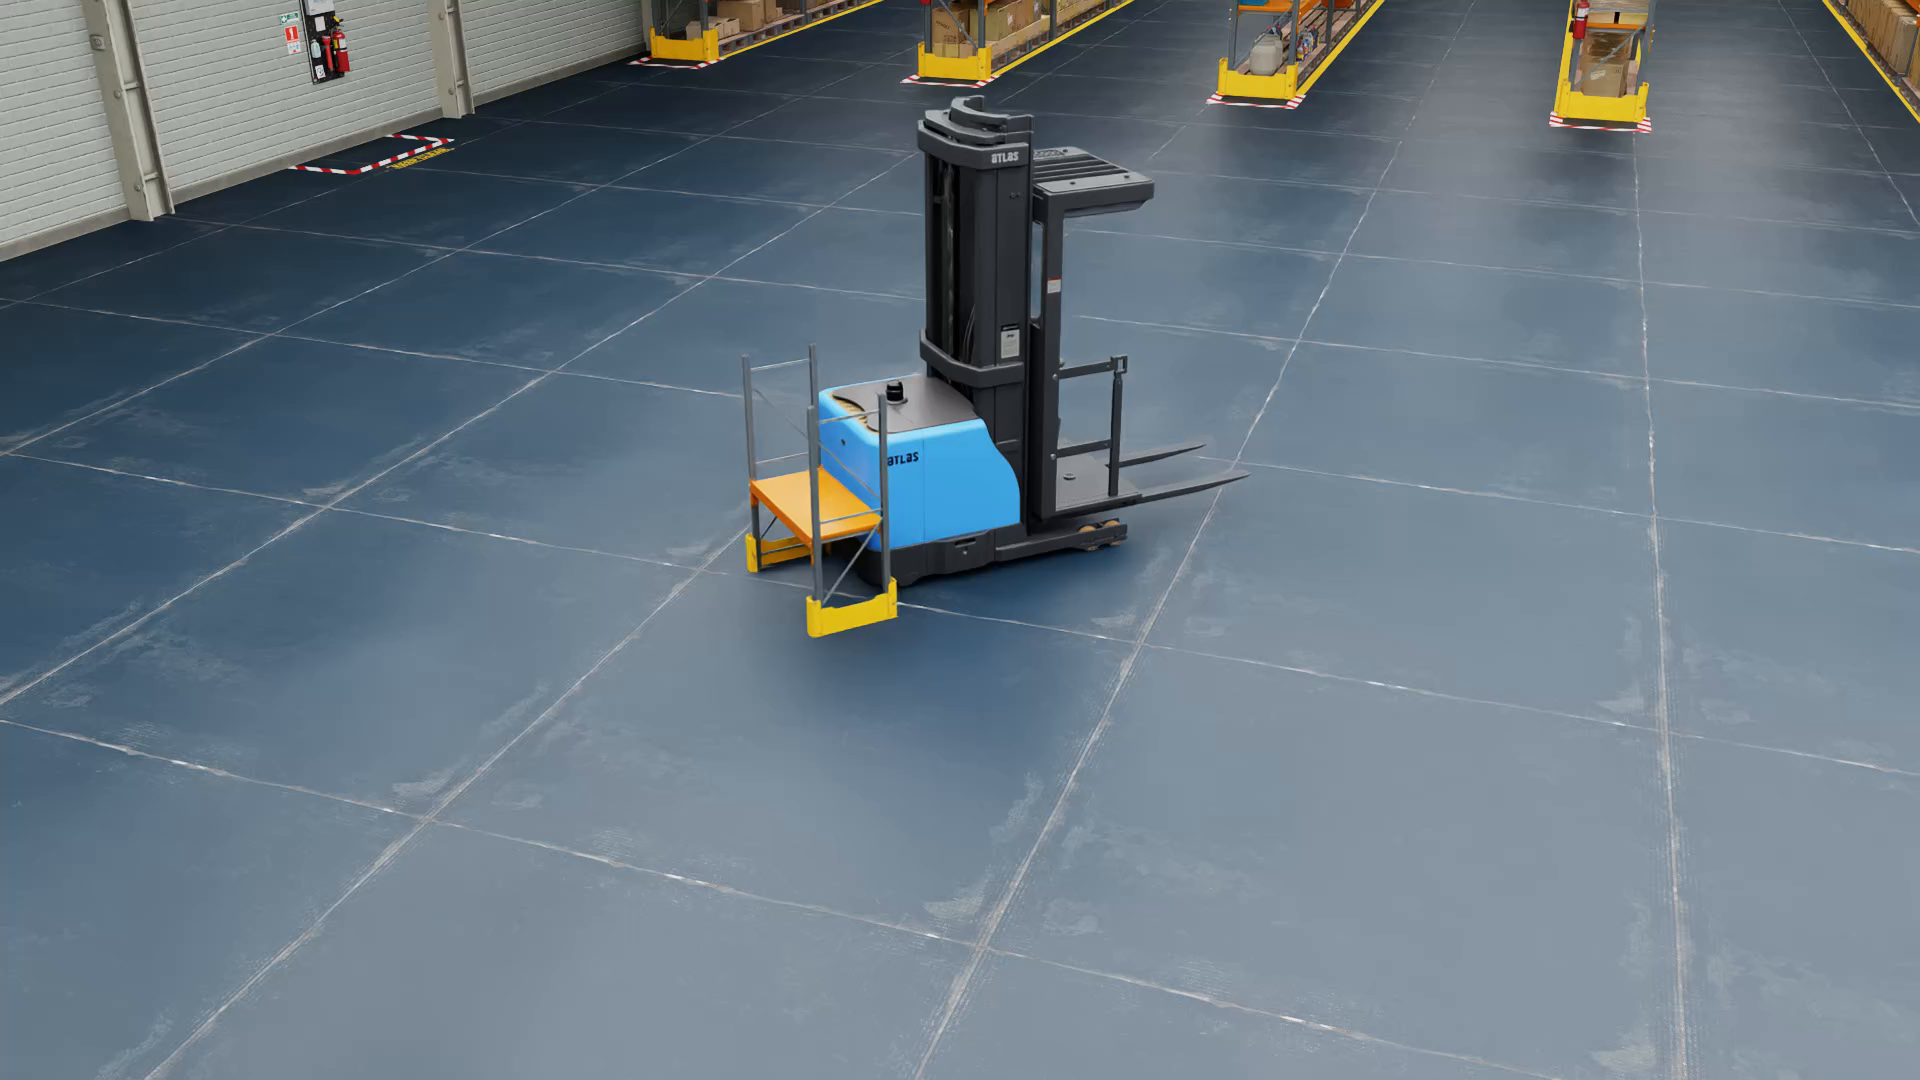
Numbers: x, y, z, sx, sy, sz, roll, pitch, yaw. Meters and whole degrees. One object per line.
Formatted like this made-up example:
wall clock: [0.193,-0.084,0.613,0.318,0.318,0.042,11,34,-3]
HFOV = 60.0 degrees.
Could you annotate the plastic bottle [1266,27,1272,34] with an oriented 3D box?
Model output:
plastic bottle: [5.198,-8.475,28.071,0.144,0.351,0.185,8,27,15]

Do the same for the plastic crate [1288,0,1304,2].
plastic crate: [5.191,-8.377,25.636,0.298,0.136,0.250,9,27,17]

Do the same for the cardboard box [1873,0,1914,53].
cardboard box: [15.991,-8.563,27.817,1.050,0.750,0.750,9,27,18]

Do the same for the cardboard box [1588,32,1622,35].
cardboard box: [10.420,-8.006,26.953,0.500,0.500,0.500,8,27,16]

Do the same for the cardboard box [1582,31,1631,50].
cardboard box: [10.816,-8.423,27.791,0.700,0.500,0.500,7,27,13]

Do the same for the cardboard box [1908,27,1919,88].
cardboard box: [14.960,-7.324,25.114,0.875,0.875,0.875,9,27,18]

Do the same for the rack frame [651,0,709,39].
rack frame: [-4.753,-9.612,27.883,1.000,3.000,0.127,9,27,17]

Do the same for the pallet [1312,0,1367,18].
pallet: [7.475,-10.537,32.995,1.003,0.211,1.213,9,27,17]

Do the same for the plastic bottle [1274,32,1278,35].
plastic bottle: [5.326,-8.440,28.089,0.097,0.271,0.097,0,26,0]

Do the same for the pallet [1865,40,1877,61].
pallet: [16.233,-8.415,28.612,1.003,0.211,1.213,9,27,17]

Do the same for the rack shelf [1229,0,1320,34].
rack shelf: [5.255,-8.673,26.770,1.077,0.370,4.000,9,27,17]

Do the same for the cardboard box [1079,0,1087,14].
cardboard box: [2.130,-10.252,31.879,0.500,0.250,0.500,9,27,18]

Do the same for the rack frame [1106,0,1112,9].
rack frame: [2.582,-12.182,33.192,1.000,3.000,0.127,9,27,17]

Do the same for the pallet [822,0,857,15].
pallet: [-2.760,-10.823,33.586,1.003,0.211,1.213,9,27,17]

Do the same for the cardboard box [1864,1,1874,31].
cardboard box: [16.539,-9.356,29.741,0.500,0.500,0.500,9,27,17]

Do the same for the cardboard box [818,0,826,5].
cardboard box: [-3.068,-10.853,32.810,0.700,0.500,0.500,8,27,16]

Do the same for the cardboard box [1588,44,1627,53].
cardboard box: [9.877,-7.280,25.454,0.500,0.500,0.500,11,28,22]

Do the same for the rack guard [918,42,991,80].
rack guard: [-0.088,-7.760,26.927,1.175,0.500,0.348,9,27,17]

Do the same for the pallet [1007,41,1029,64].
pallet: [0.542,-8.460,28.704,1.003,0.211,1.213,9,27,17]

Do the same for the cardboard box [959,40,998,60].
cardboard box: [0.308,-8.034,27.299,0.500,0.250,0.500,9,27,17]

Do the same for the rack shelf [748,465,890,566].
rack shelf: [-0.902,-0.172,10.520,0.538,0.185,1.000,-13,29,-25]

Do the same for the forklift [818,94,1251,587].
forklift: [0.585,-1.440,11.085,3.031,2.935,1.130,-12,28,-23]

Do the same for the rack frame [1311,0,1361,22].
rack frame: [7.252,-11.462,31.706,1.000,3.000,0.127,9,27,17]

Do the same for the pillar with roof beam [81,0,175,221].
pillar with roof beam: [-5.269,-7.169,15.954,9.100,9.000,0.400,9,27,17]

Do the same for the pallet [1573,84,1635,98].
pallet: [9.589,-6.562,24.783,1.003,0.211,1.213,9,27,17]

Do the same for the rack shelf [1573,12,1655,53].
rack shelf: [9.926,-7.955,25.286,1.077,0.370,4.000,9,27,17]

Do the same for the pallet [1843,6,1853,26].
pallet: [17.639,-10.052,31.992,1.003,0.211,1.213,9,27,17]

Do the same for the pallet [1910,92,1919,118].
pallet: [14.504,-6.280,24.203,1.003,0.211,1.213,9,27,17]

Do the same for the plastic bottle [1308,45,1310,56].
plastic bottle: [5.735,-8.120,27.509,0.097,0.201,0.097,0,26,0]

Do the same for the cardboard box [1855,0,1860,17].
cardboard box: [17.065,-9.991,31.053,0.500,0.500,0.500,9,27,18]

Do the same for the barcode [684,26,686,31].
barcode: [-4.809,-8.940,29.066,0.001,0.075,0.075,9,27,17]

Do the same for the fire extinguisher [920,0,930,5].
fire extinguisher: [-0.558,-8.879,26.458,0.296,0.674,0.183,9,27,17]

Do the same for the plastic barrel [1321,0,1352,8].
plastic barrel: [7.398,-10.878,32.507,0.600,0.830,0.708,9,27,17]

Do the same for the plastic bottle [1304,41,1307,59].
plastic bottle: [5.634,-8.027,27.236,0.097,0.271,0.097,0,26,0]

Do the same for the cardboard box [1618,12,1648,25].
cardboard box: [9.580,-7.426,23.657,0.380,0.149,0.250,9,27,17]

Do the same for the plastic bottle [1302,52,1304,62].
plastic bottle: [5.521,-7.856,26.963,0.097,0.201,0.097,0,26,0]

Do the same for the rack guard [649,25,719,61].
rack guard: [-4.728,-8.518,28.492,1.175,0.500,0.348,9,27,17]

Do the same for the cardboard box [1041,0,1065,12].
cardboard box: [1.623,-9.876,30.459,0.500,0.311,0.500,9,27,18]

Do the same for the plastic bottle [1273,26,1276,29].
plastic bottle: [5.401,-8.721,28.670,0.097,0.271,0.097,0,26,0]

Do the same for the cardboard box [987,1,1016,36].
cardboard box: [0.627,-8.785,27.988,0.500,0.500,0.500,9,27,17]

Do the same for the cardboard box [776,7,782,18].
cardboard box: [-3.572,-9.954,31.336,0.380,0.166,0.250,5,26,11]

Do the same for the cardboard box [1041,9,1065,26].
cardboard box: [1.619,-9.620,30.573,0.500,0.250,0.500,8,27,16]

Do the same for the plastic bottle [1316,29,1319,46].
plastic bottle: [6.072,-8.549,28.300,0.061,0.283,0.133,10,28,20]

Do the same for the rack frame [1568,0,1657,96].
rack frame: [9.260,-7.457,23.432,1.000,3.000,0.127,9,27,17]

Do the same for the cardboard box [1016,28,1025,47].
cardboard box: [0.809,-8.650,28.571,0.500,0.250,0.500,9,27,17]

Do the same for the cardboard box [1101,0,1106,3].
cardboard box: [2.637,-10.882,33.181,0.500,0.250,0.500,9,27,19]

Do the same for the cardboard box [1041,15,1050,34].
cardboard box: [1.303,-9.268,29.846,0.500,0.250,0.500,9,27,17]

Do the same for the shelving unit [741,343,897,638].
shelving unit: [-0.906,-0.337,10.449,0.587,1.500,1.083,-13,29,-25]

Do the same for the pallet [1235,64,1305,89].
pallet: [4.846,-7.291,26.290,1.003,0.211,1.213,9,27,17]

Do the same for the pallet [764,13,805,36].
pallet: [-3.612,-9.719,31.305,1.003,0.211,1.213,9,27,17]

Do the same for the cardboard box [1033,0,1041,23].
cardboard box: [1.125,-9.401,29.262,0.500,0.500,0.500,9,27,17]

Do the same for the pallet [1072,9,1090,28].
pallet: [1.864,-10.095,32.081,1.003,0.211,1.213,9,27,17]

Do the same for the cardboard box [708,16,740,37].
cardboard box: [-4.248,-9.105,29.417,0.500,0.311,0.500,11,28,22]

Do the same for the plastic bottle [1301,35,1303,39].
plastic bottle: [5.702,-8.280,27.746,0.061,0.283,0.133,9,27,17]

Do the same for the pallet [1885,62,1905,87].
pallet: [15.421,-7.413,26.541,1.003,0.211,1.213,9,27,17]

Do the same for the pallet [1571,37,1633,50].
pallet: [11.253,-8.669,29.135,1.003,0.211,1.213,9,27,17]

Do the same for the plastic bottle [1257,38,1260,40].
plastic bottle: [4.943,-8.122,27.427,0.152,0.276,0.135,8,27,16]

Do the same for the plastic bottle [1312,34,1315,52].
plastic bottle: [5.899,-8.336,27.860,0.061,0.283,0.133,11,28,21]
